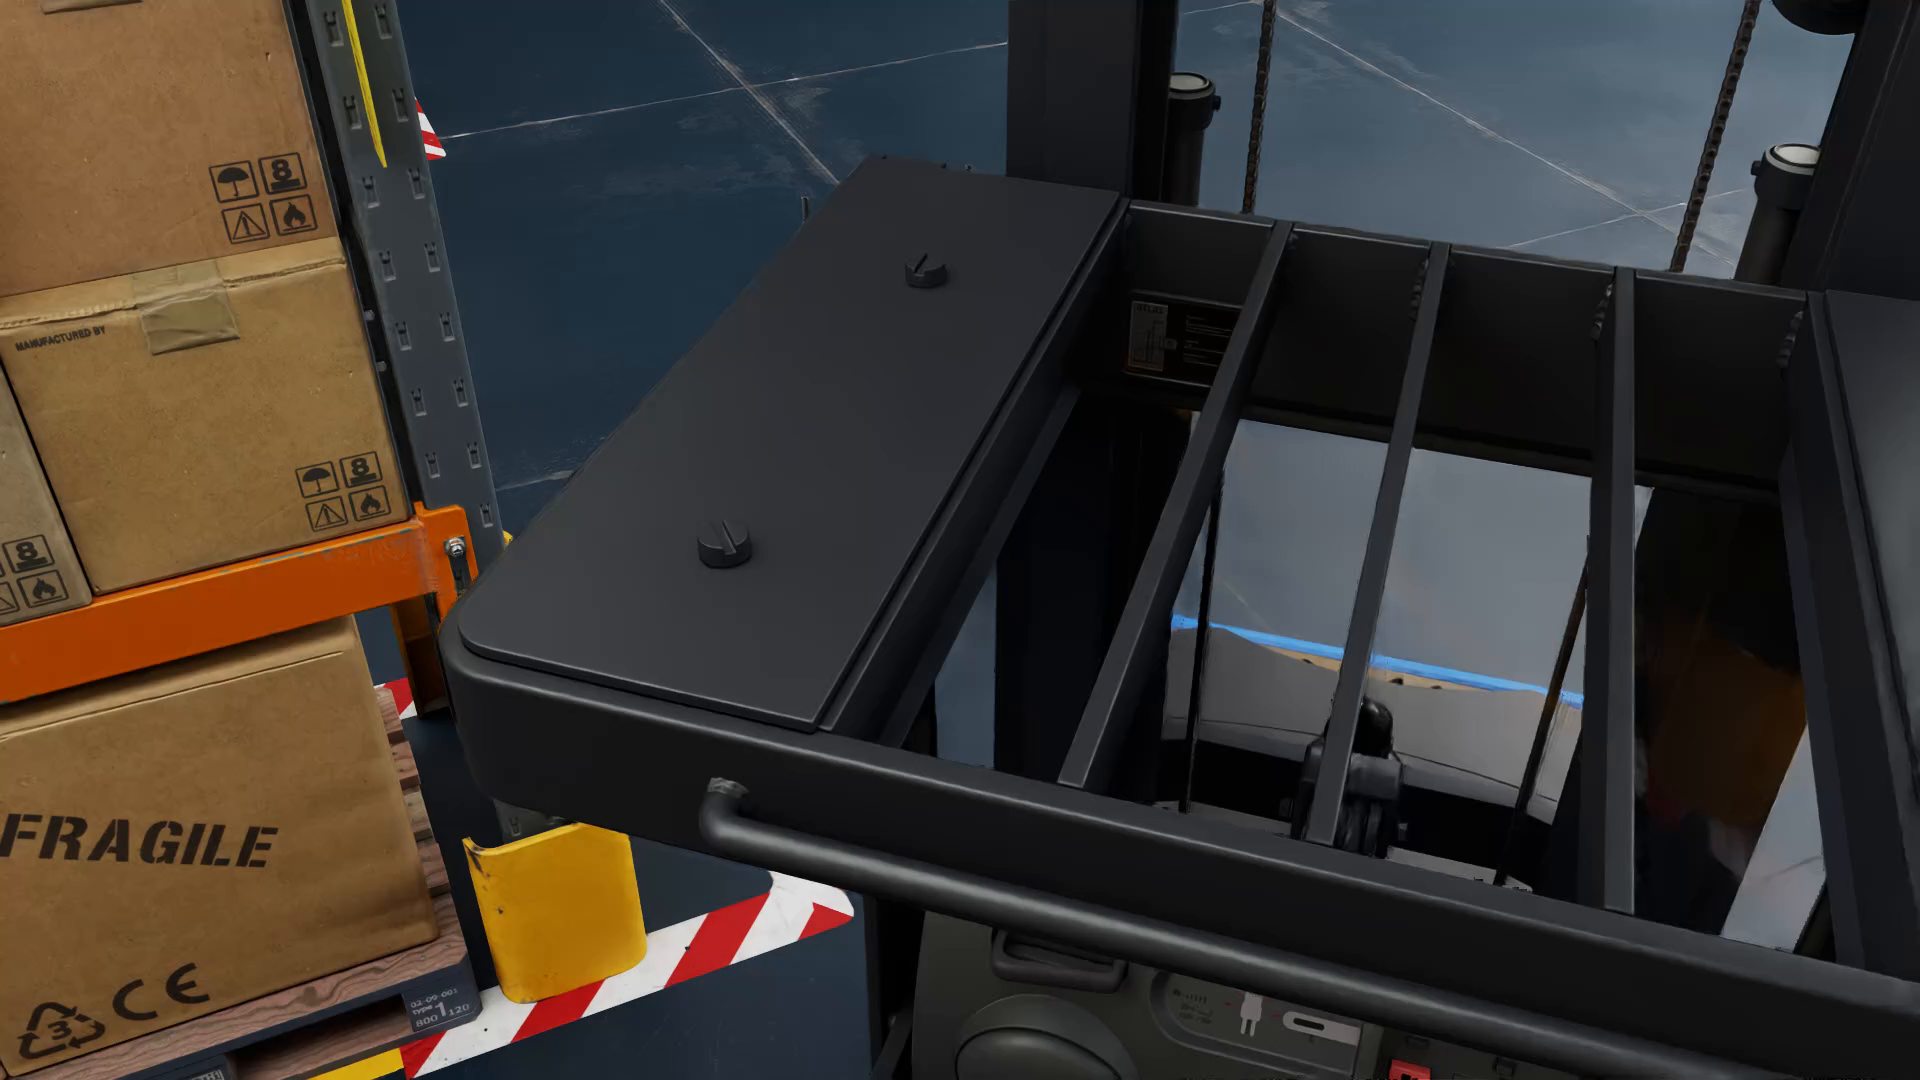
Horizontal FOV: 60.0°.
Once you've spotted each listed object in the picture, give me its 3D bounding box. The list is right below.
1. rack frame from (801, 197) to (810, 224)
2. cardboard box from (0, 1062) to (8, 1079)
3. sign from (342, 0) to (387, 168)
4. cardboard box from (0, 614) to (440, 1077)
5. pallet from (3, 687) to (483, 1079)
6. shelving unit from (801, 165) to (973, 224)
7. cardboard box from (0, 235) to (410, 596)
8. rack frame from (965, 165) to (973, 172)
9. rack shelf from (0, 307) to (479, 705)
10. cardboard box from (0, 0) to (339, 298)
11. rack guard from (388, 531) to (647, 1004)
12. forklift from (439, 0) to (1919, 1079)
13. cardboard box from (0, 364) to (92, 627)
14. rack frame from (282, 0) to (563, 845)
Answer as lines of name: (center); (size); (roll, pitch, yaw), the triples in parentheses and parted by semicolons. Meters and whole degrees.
rack frame: (-0.371, -0.378, 4.753); (0.015, 1.200, 0.240); (-16, 39, -20)
cardboard box: (-2.527, 0.636, 3.305); (0.875, 0.875, 0.875); (-16, 40, -21)
sign: (-0.928, -0.744, 2.564); (0.005, 0.325, 0.100); (-16, 39, -20)
cardboard box: (-1.731, 0.413, 3.607); (0.875, 0.875, 0.875); (-15, 39, -20)
pallet: (-1.836, 0.885, 3.880); (1.213, 0.211, 1.003); (-16, 39, -20)
shelving unit: (-0.150, -0.440, 4.836); (0.503, 1.200, 0.258); (-16, 39, -20)
cardboard box: (-1.462, -0.421, 3.174); (0.550, 0.550, 0.875); (-16, 39, -20)
rack frame: (0.071, -0.502, 4.919); (0.015, 1.200, 0.240); (-16, 39, -20)
rack shelf: (-2.956, 0.316, 2.910); (4.000, 0.370, 1.077); (-16, 39, -20)
cardboard box: (-1.498, -0.900, 2.914); (0.550, 0.550, 0.875); (-16, 39, -20)
rack guard: (-1.124, 0.518, 4.131); (0.348, 0.500, 1.175); (-16, 39, -20)
forklift: (0.332, 0.732, 1.803); (1.130, 2.935, 3.031); (11, 38, 14)
cardboard box: (-1.951, -0.270, 2.971); (0.550, 0.550, 0.875); (-16, 39, -20)
rack frame: (-1.146, -0.479, 3.379); (0.127, 3.000, 1.000); (-16, 39, -20)
